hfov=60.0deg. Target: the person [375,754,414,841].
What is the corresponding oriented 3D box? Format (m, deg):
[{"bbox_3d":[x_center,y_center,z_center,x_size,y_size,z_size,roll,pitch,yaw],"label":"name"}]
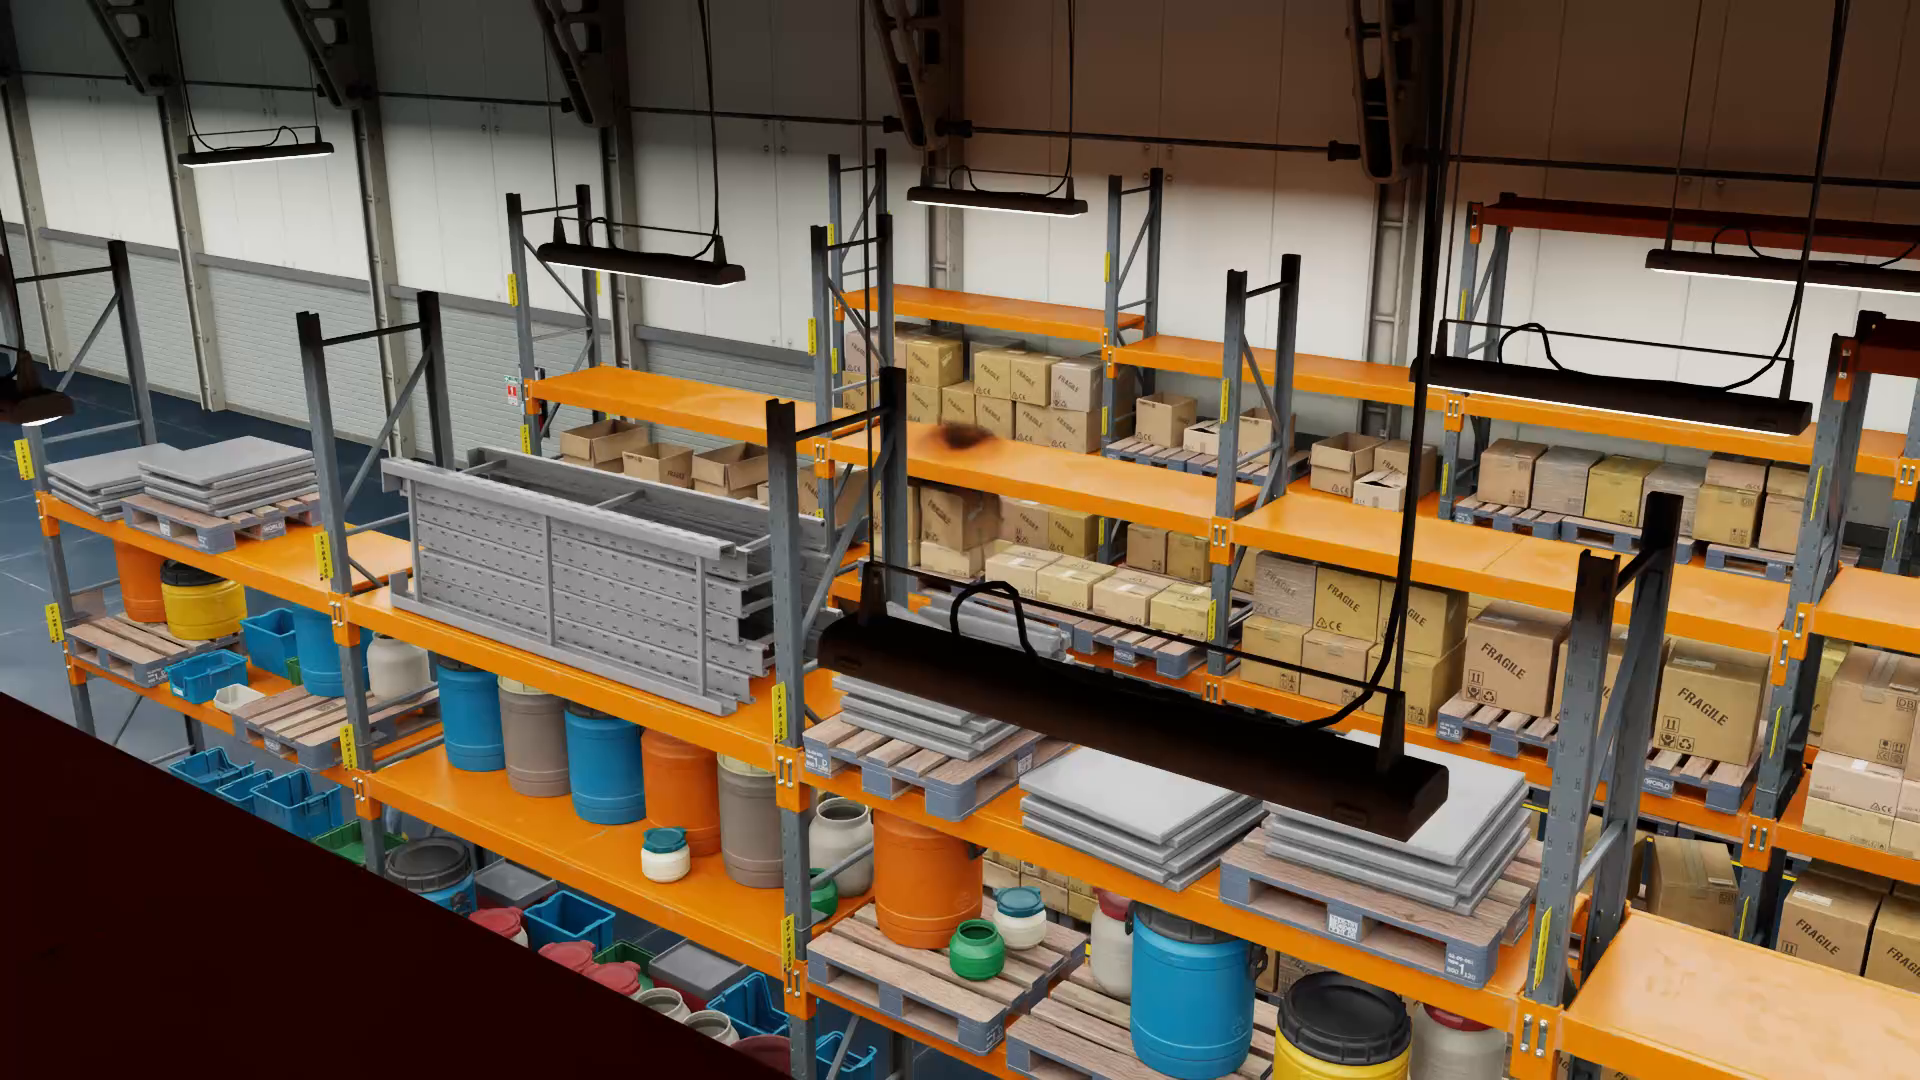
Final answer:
[{"bbox_3d":[-5.495,2.149,15.931,0.654,1.793,0.413,4,19,11],"label":"person"}]
